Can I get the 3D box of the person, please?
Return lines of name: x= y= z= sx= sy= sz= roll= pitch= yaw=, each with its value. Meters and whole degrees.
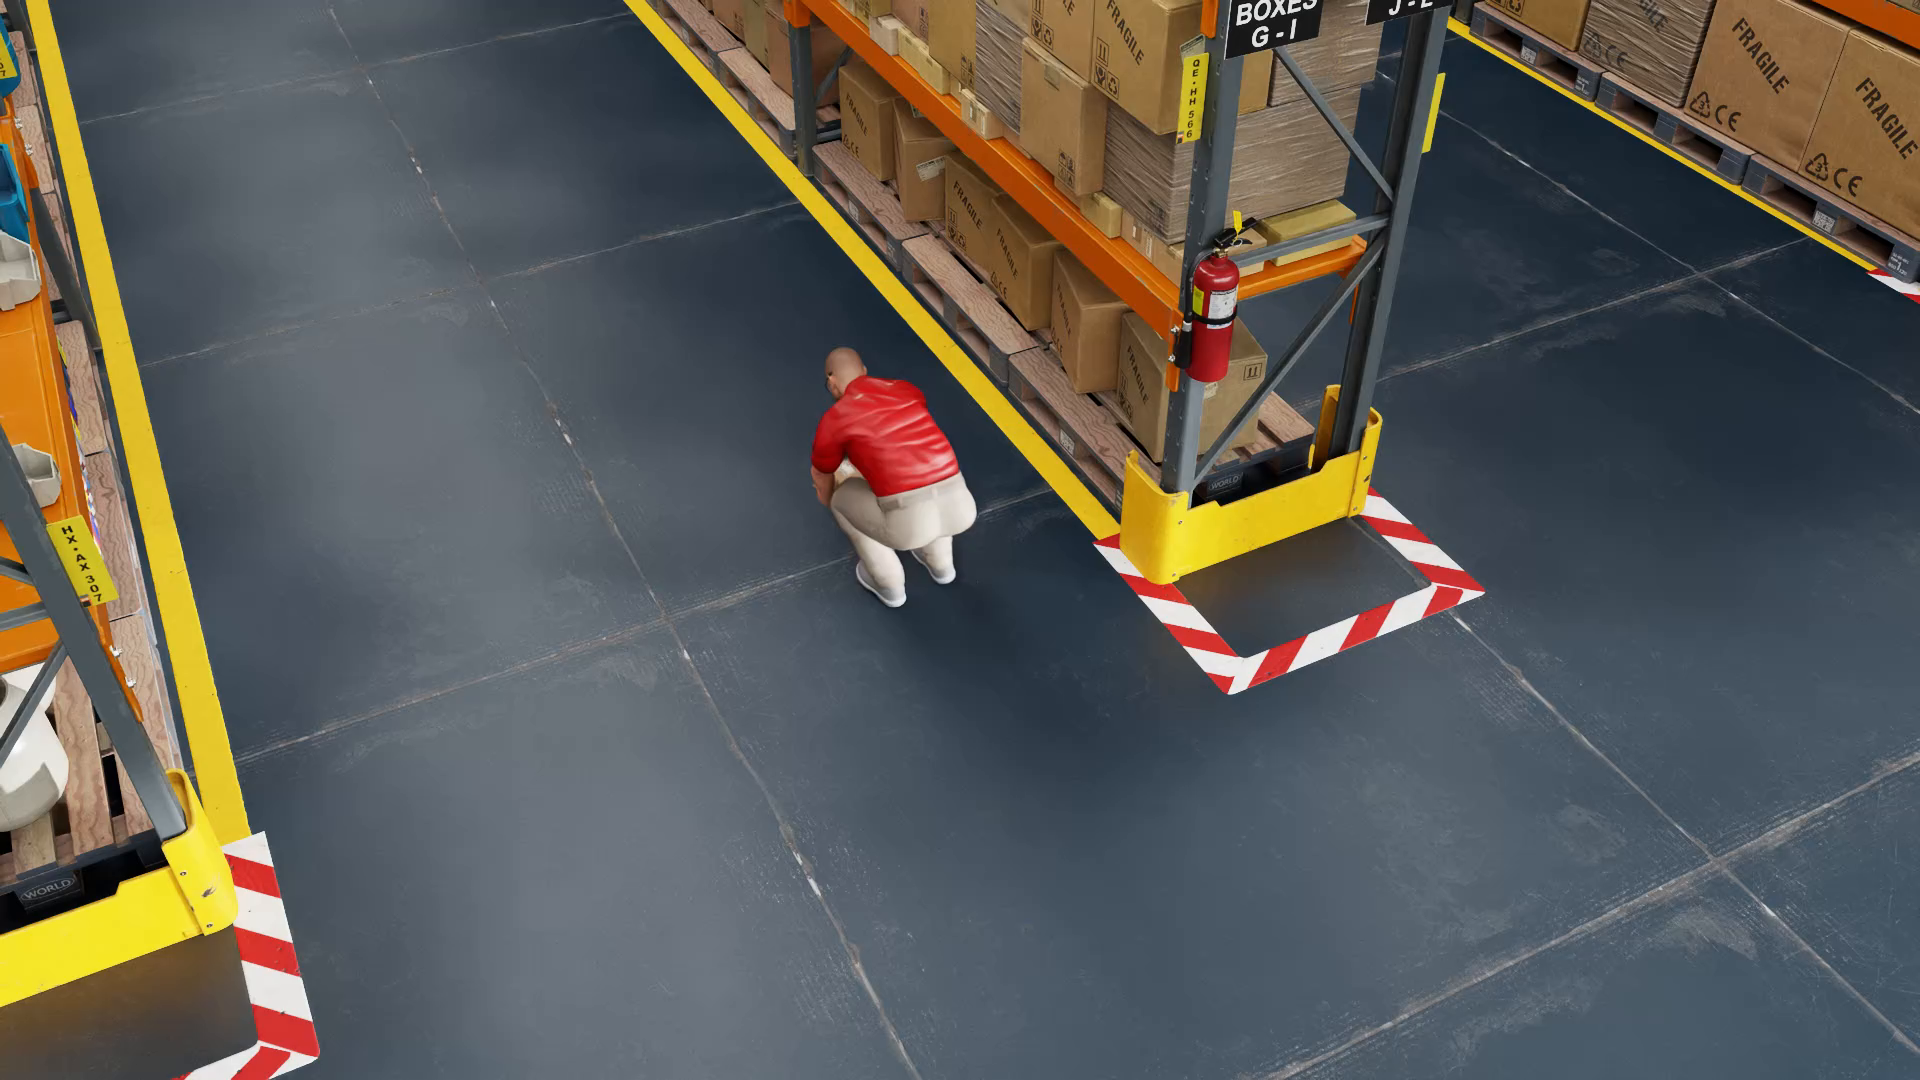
person: x=-0.306 y=-0.257 z=7.066 sx=0.559 sy=0.949 sz=0.879 roll=-19 pitch=44 yaw=-20
